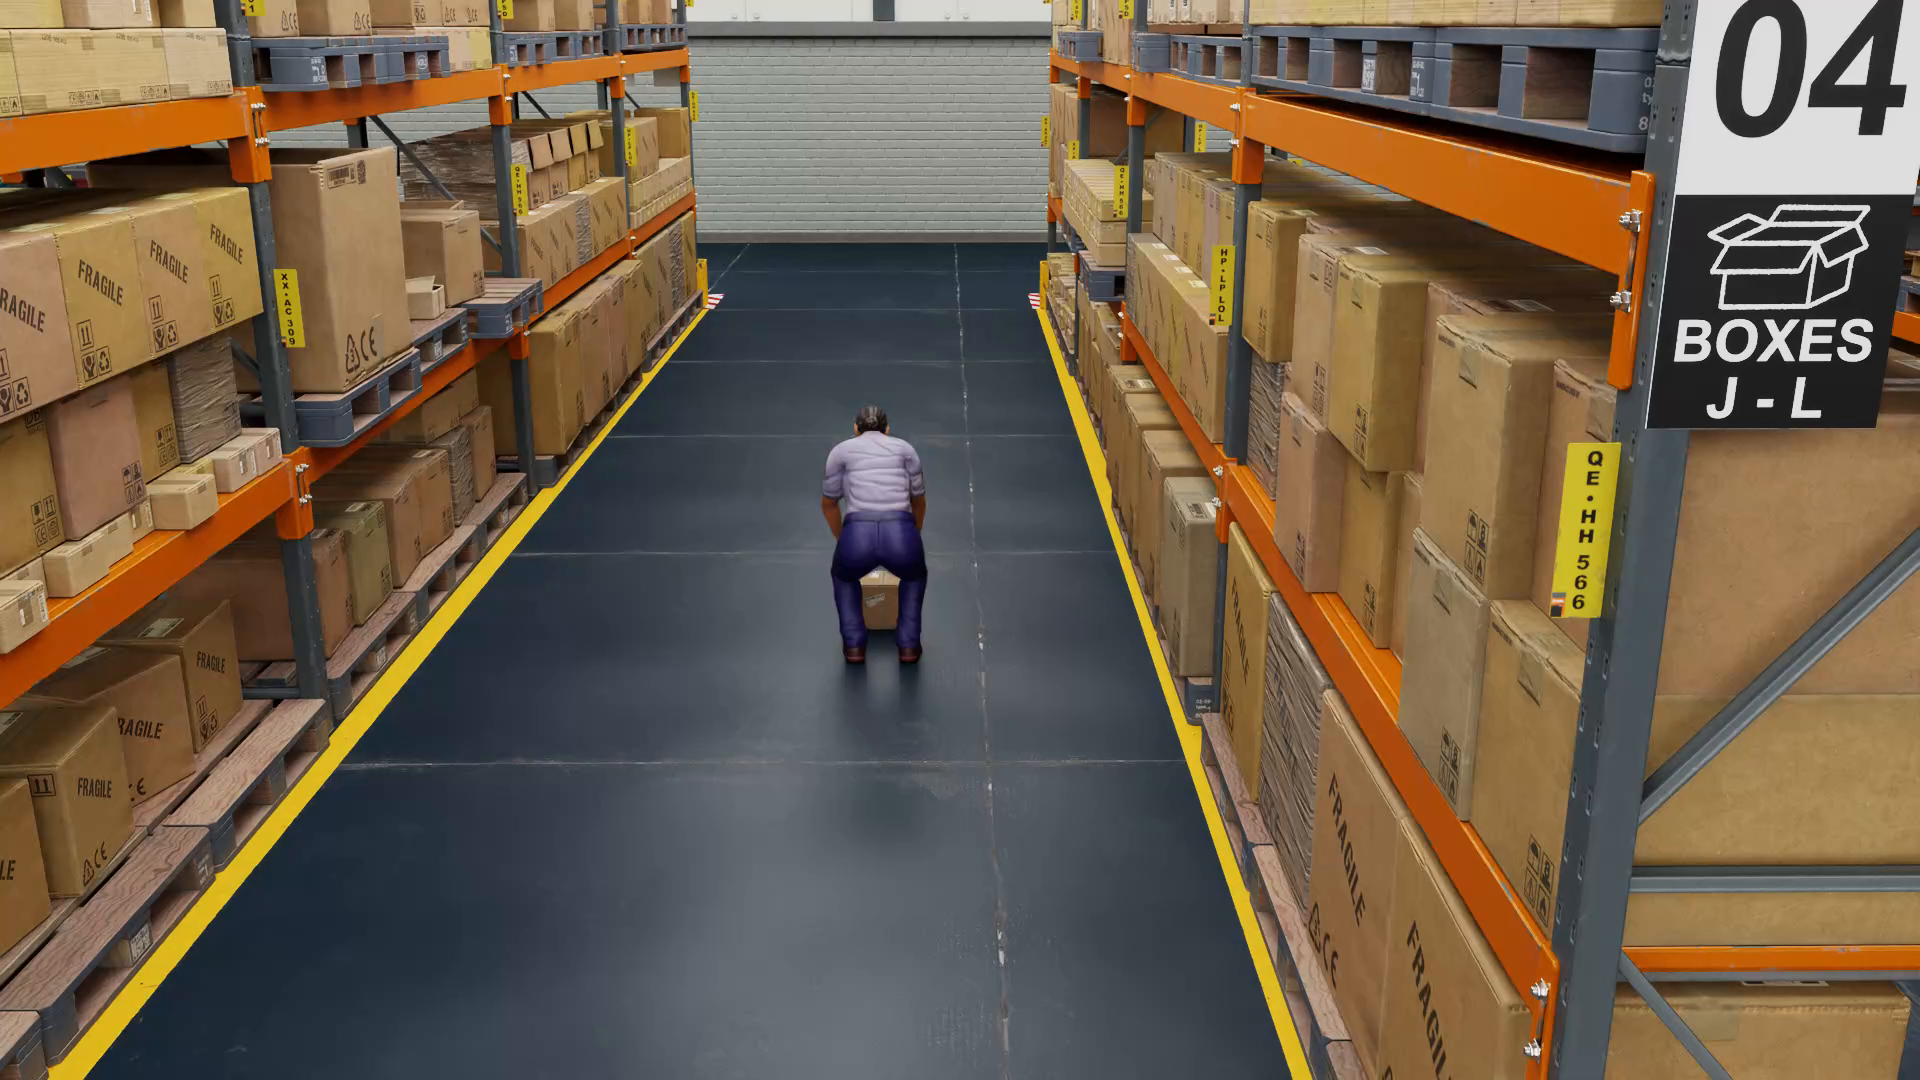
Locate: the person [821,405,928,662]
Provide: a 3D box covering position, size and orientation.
[{"bbox_3d":[-0.433,-0.015,8.343,0.539,1.226,0.731,0,17,-1],"label":"person"}]
